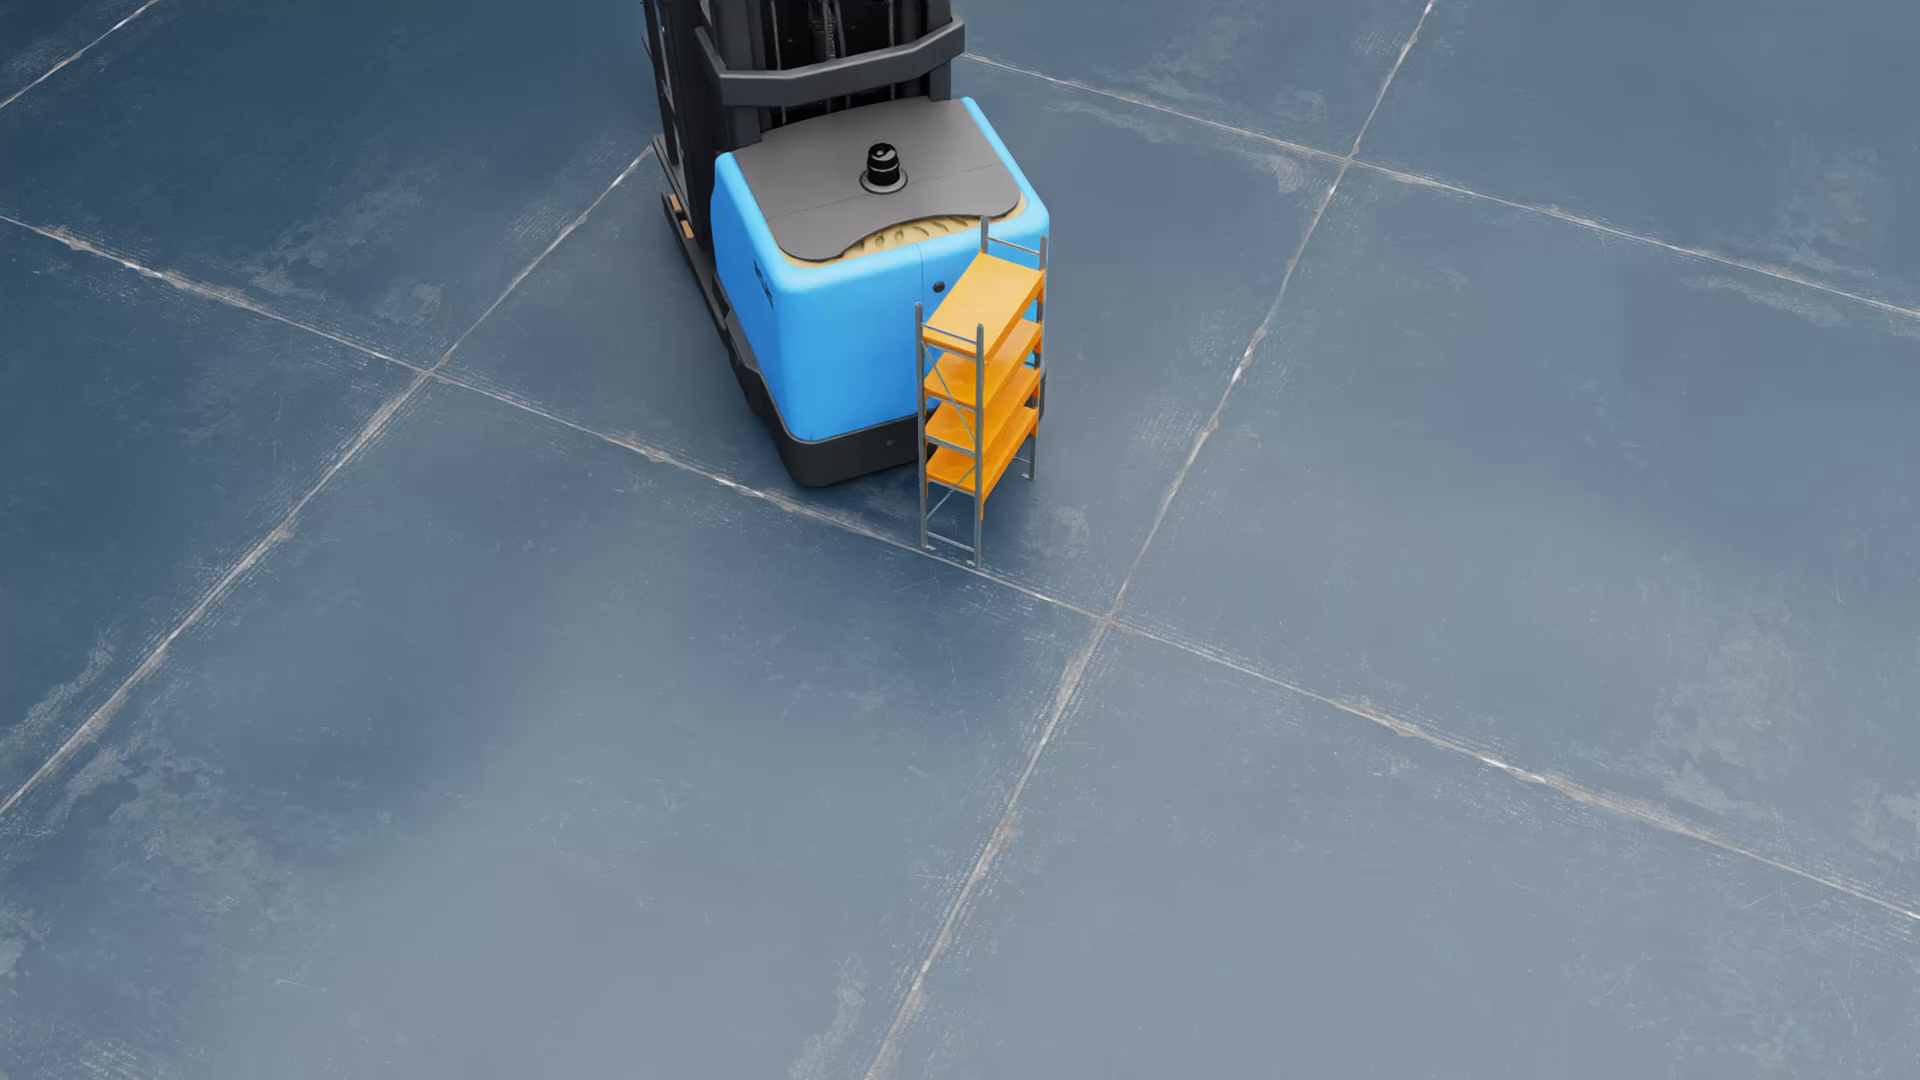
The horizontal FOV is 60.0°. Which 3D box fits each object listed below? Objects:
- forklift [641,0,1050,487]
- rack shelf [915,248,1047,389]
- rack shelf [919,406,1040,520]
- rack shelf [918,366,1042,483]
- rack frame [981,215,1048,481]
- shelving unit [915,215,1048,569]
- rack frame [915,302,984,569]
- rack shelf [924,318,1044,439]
[{"bbox_3d":[-0.676,-2.300,6.282,1.130,2.935,3.031,-17,52,-14],"label":"forklift"},{"bbox_3d":[0.074,-0.749,5.584,0.258,0.148,0.480,21,53,17],"label":"rack shelf"},{"bbox_3d":[0.074,-0.322,6.085,0.258,0.148,0.480,21,53,17],"label":"rack shelf"},{"bbox_3d":[0.074,-0.451,5.934,0.258,0.148,0.480,21,53,17],"label":"rack shelf"},{"bbox_3d":[0.182,-0.661,6.025,0.240,1.200,0.015,21,53,17],"label":"rack frame"},{"bbox_3d":[0.074,-0.494,5.883,0.258,1.200,0.503,21,53,17],"label":"shelving unit"},{"bbox_3d":[-0.034,-0.328,5.741,0.240,1.200,0.015,21,53,17],"label":"rack frame"},{"bbox_3d":[0.074,-0.596,5.764,0.258,0.148,0.480,21,53,17],"label":"rack shelf"}]
